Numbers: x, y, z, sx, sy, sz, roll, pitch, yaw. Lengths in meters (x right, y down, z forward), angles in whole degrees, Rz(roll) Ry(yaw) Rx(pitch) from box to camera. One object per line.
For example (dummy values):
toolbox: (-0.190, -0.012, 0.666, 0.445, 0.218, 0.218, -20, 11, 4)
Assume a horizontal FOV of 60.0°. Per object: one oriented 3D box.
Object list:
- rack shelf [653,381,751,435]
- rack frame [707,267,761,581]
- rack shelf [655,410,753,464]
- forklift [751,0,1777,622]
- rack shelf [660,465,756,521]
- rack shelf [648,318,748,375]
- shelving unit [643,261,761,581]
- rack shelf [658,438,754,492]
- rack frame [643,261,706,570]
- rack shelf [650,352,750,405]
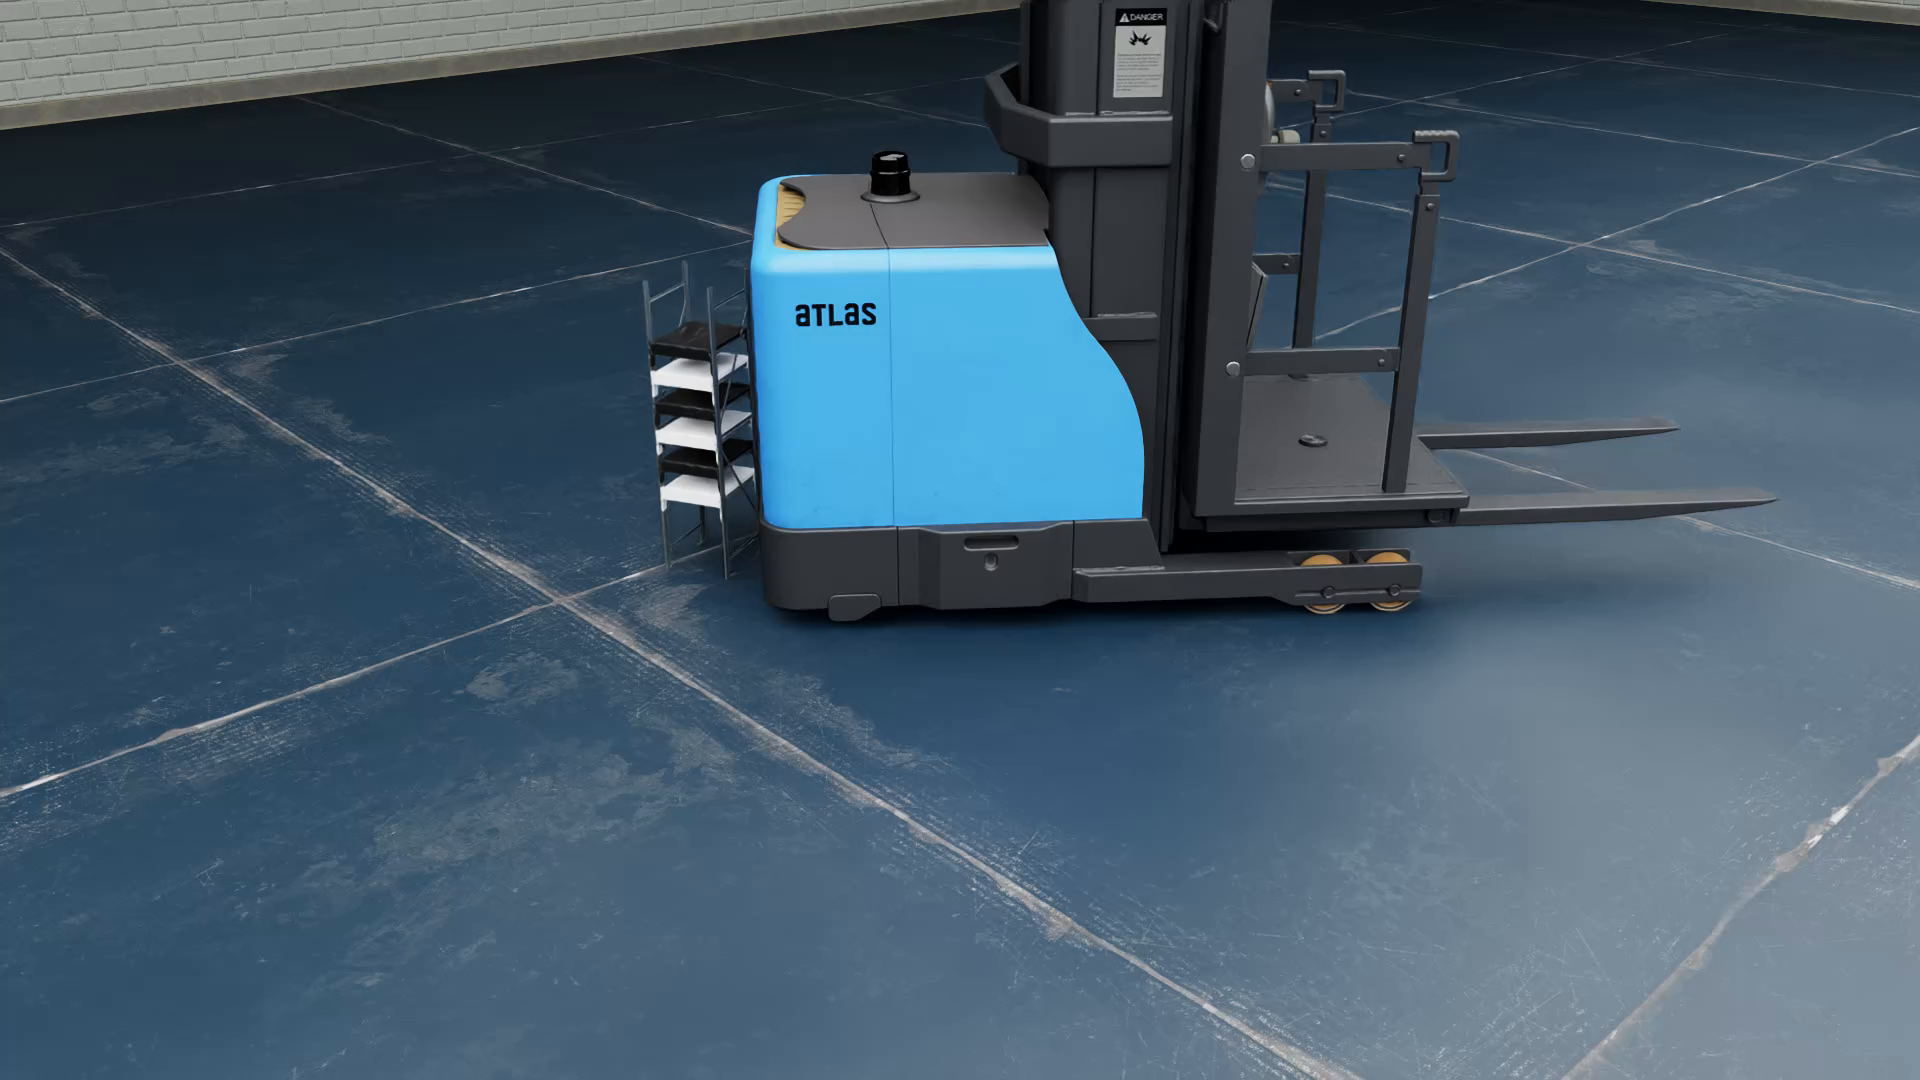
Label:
rack shelf: (-0.752, -0.400, 4.906, 0.200, 0.077, 0.258, 9, 26, 19)
rack frame: (-0.657, -0.333, 4.897, 0.006, 0.900, 0.240, 9, 26, 19)
rack shelf: (-0.752, -0.318, 4.944, 0.200, 0.077, 0.258, 9, 26, 19)
forklift: (0.915, -1.338, 4.652, 3.031, 2.935, 1.130, -2, 25, -4)
rack shelf: (-0.752, -0.155, 5.018, 0.200, 0.077, 0.258, 9, 26, 19)
rack shelf: (-0.752, -0.564, 4.832, 0.200, 0.077, 0.258, 9, 26, 19)
shelving unit: (-0.752, -0.349, 4.930, 0.210, 0.900, 0.258, 9, 26, 19)
rack shelf: (-0.752, -0.236, 4.981, 0.200, 0.077, 0.258, 9, 26, 19)
rack frame: (-0.847, -0.364, 4.963, 0.006, 0.900, 0.240, 9, 26, 19)
rack shelf: (-0.752, -0.482, 4.869, 0.200, 0.077, 0.258, 9, 26, 19)
